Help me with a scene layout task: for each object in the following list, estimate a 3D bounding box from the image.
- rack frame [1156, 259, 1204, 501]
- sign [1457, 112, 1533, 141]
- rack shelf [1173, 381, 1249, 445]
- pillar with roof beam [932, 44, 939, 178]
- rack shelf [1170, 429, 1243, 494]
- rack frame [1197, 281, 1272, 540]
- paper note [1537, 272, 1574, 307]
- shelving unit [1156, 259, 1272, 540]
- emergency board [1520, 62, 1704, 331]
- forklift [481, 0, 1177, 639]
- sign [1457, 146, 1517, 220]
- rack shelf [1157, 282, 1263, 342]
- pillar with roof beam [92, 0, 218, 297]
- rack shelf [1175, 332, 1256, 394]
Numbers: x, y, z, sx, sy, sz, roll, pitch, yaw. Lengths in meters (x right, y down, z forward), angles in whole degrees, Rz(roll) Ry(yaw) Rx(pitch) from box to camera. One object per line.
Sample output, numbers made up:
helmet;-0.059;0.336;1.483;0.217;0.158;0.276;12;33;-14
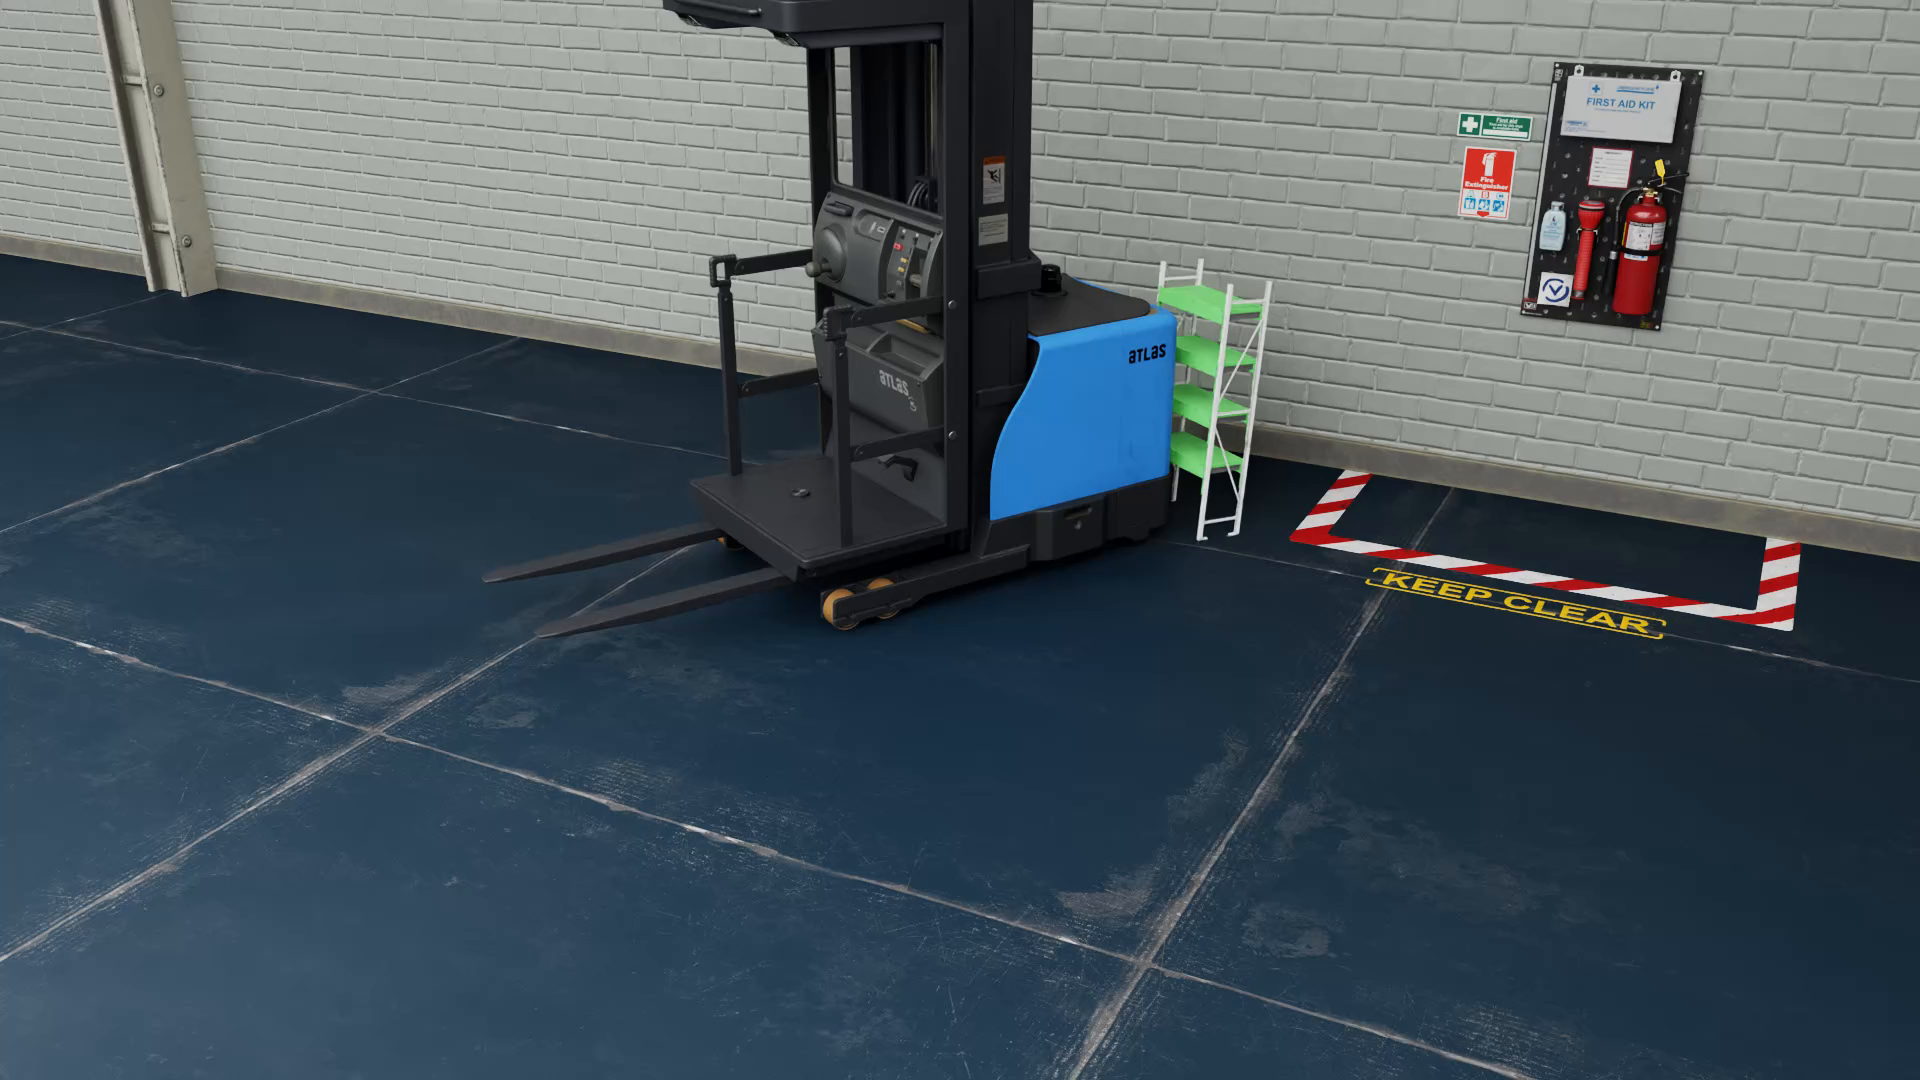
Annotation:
rack frame;0.995;-0.740;7.934;0.240;1.200;0.015;-9;24;-29
sign;2.475;-1.916;7.699;0.331;0.109;0.001;11;25;25
rack shelf;1.115;-0.598;7.763;0.258;0.148;0.480;-9;24;-29
pillar with roof beam;-2.187;-3.393;4.229;0.400;9.000;9.100;11;25;25
rack shelf;1.099;-0.374;7.849;0.258;0.148;0.480;-9;24;-29
rack frame;1.242;-0.575;7.546;0.240;1.200;0.015;-9;24;-29
paper note;2.795;-1.176;7.808;0.142;0.148;0.016;11;25;25
shelving unit;1.119;-0.657;7.740;0.258;1.200;0.503;-9;24;-29
emergency board;2.922;-1.526;7.505;0.643;1.169;0.194;11;25;25
forklift;-0.524;-1.212;6.854;3.031;2.935;1.130;-15;27;-31
sign;2.475;-1.676;7.812;0.234;0.329;0.001;11;25;25
rack shelf;1.145;-1.045;7.592;0.258;0.148;0.480;-9;24;-29
pillar with roof beam;-7.542;-4.452;6.721;0.400;9.000;9.100;11;25;25
rack shelf;1.130;-0.822;7.677;0.258;0.148;0.480;-9;24;-29
